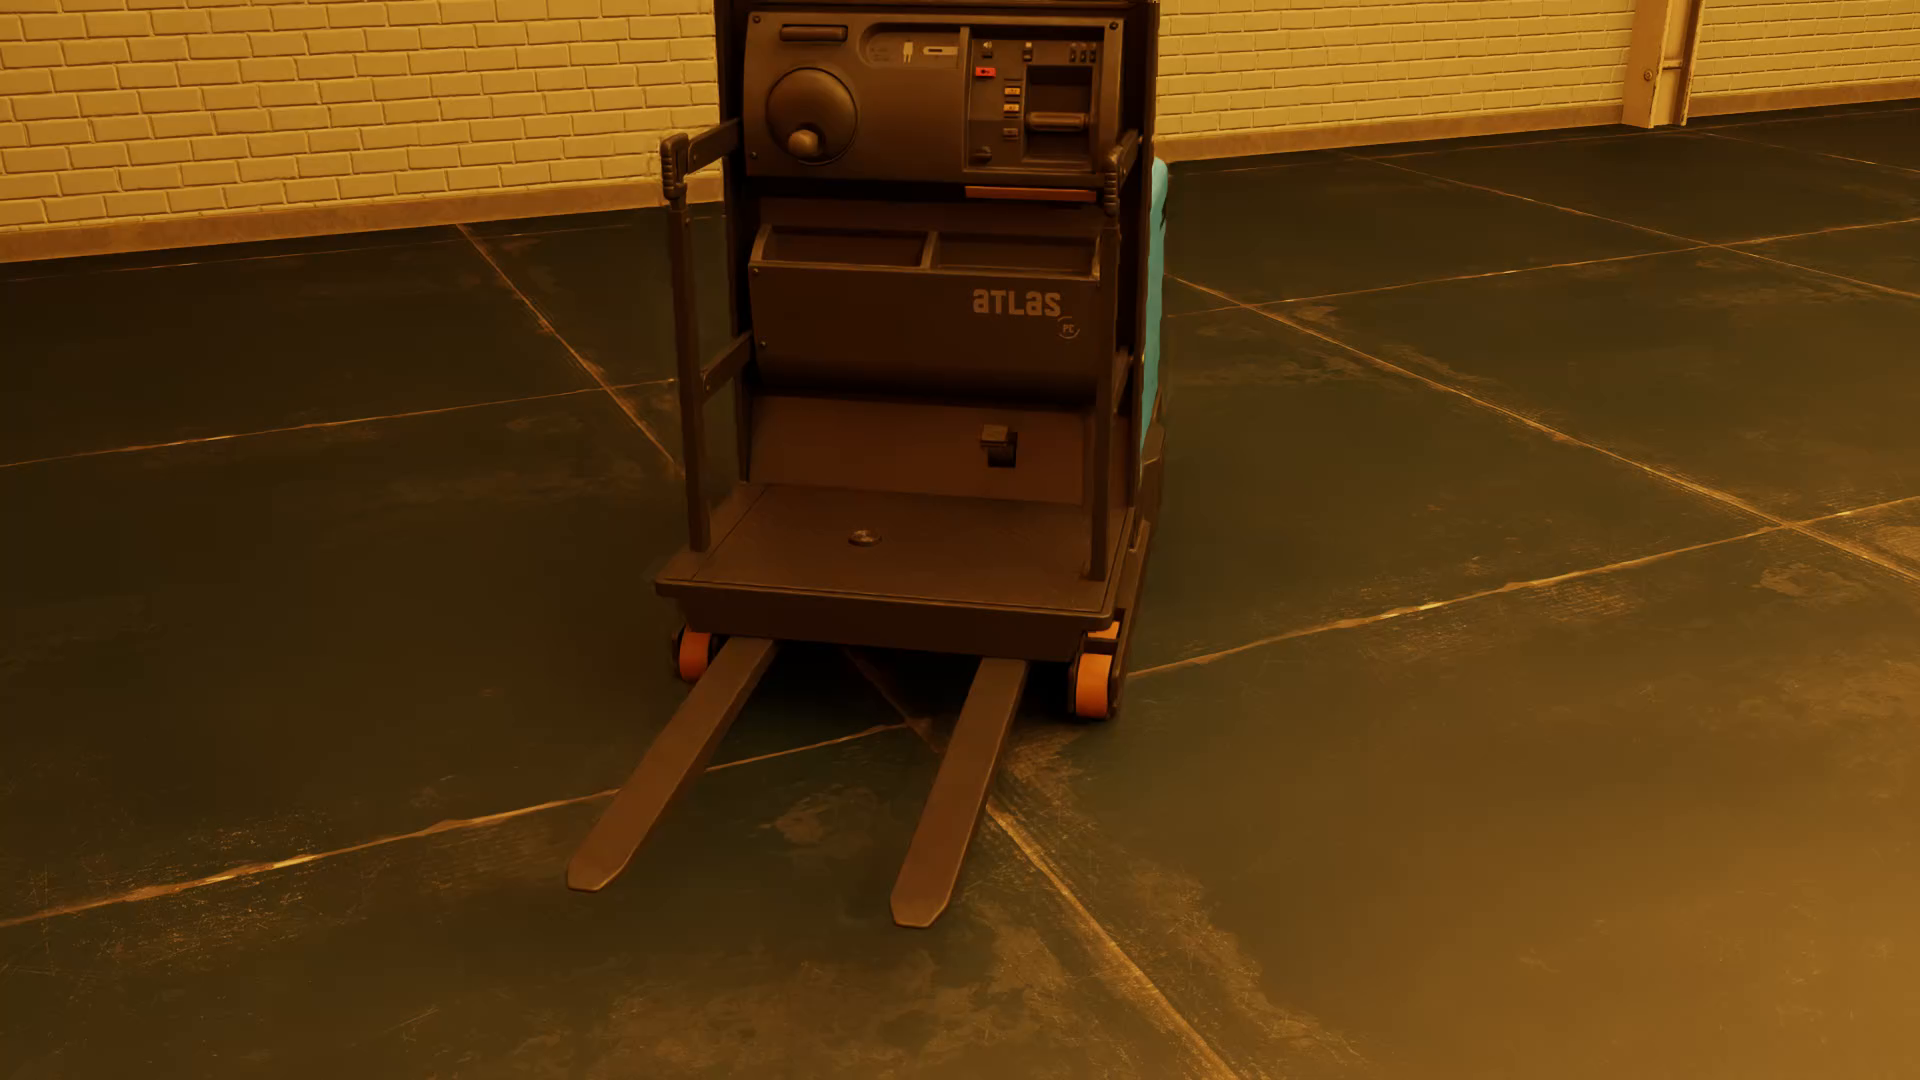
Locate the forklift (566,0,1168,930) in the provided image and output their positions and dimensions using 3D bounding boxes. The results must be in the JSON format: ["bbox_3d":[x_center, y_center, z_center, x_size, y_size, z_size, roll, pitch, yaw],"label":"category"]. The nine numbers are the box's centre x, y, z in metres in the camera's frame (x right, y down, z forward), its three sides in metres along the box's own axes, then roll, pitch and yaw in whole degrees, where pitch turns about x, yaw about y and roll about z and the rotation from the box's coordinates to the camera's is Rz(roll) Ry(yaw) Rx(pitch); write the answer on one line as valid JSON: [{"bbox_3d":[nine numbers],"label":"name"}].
[{"bbox_3d":[-0.109,-1.066,3.852,1.130,2.935,3.031,4,23,10],"label":"forklift"}]
